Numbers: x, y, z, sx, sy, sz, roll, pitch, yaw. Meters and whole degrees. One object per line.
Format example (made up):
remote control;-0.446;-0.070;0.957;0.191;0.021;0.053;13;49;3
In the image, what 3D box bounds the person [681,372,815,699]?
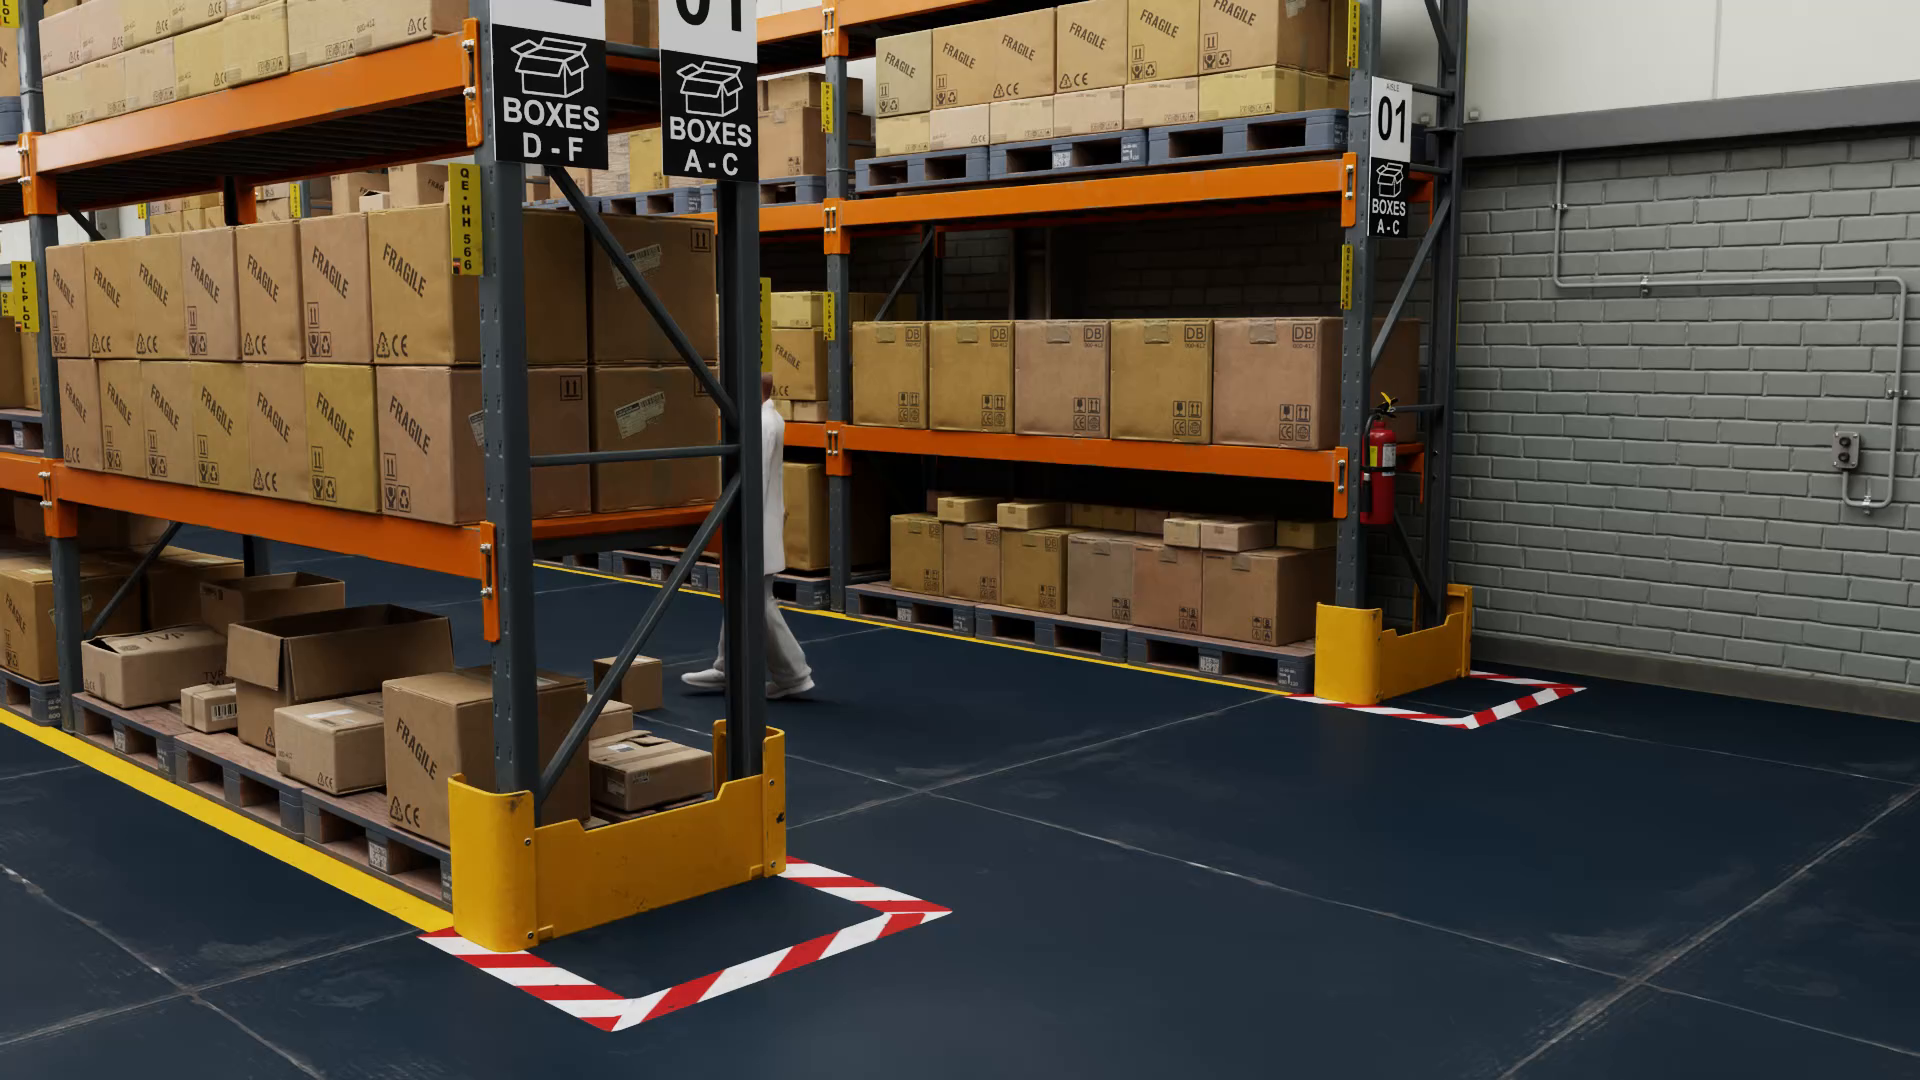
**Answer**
person;-1.123;-0.048;8.740;0.738;1.786;0.621;0;7;2
